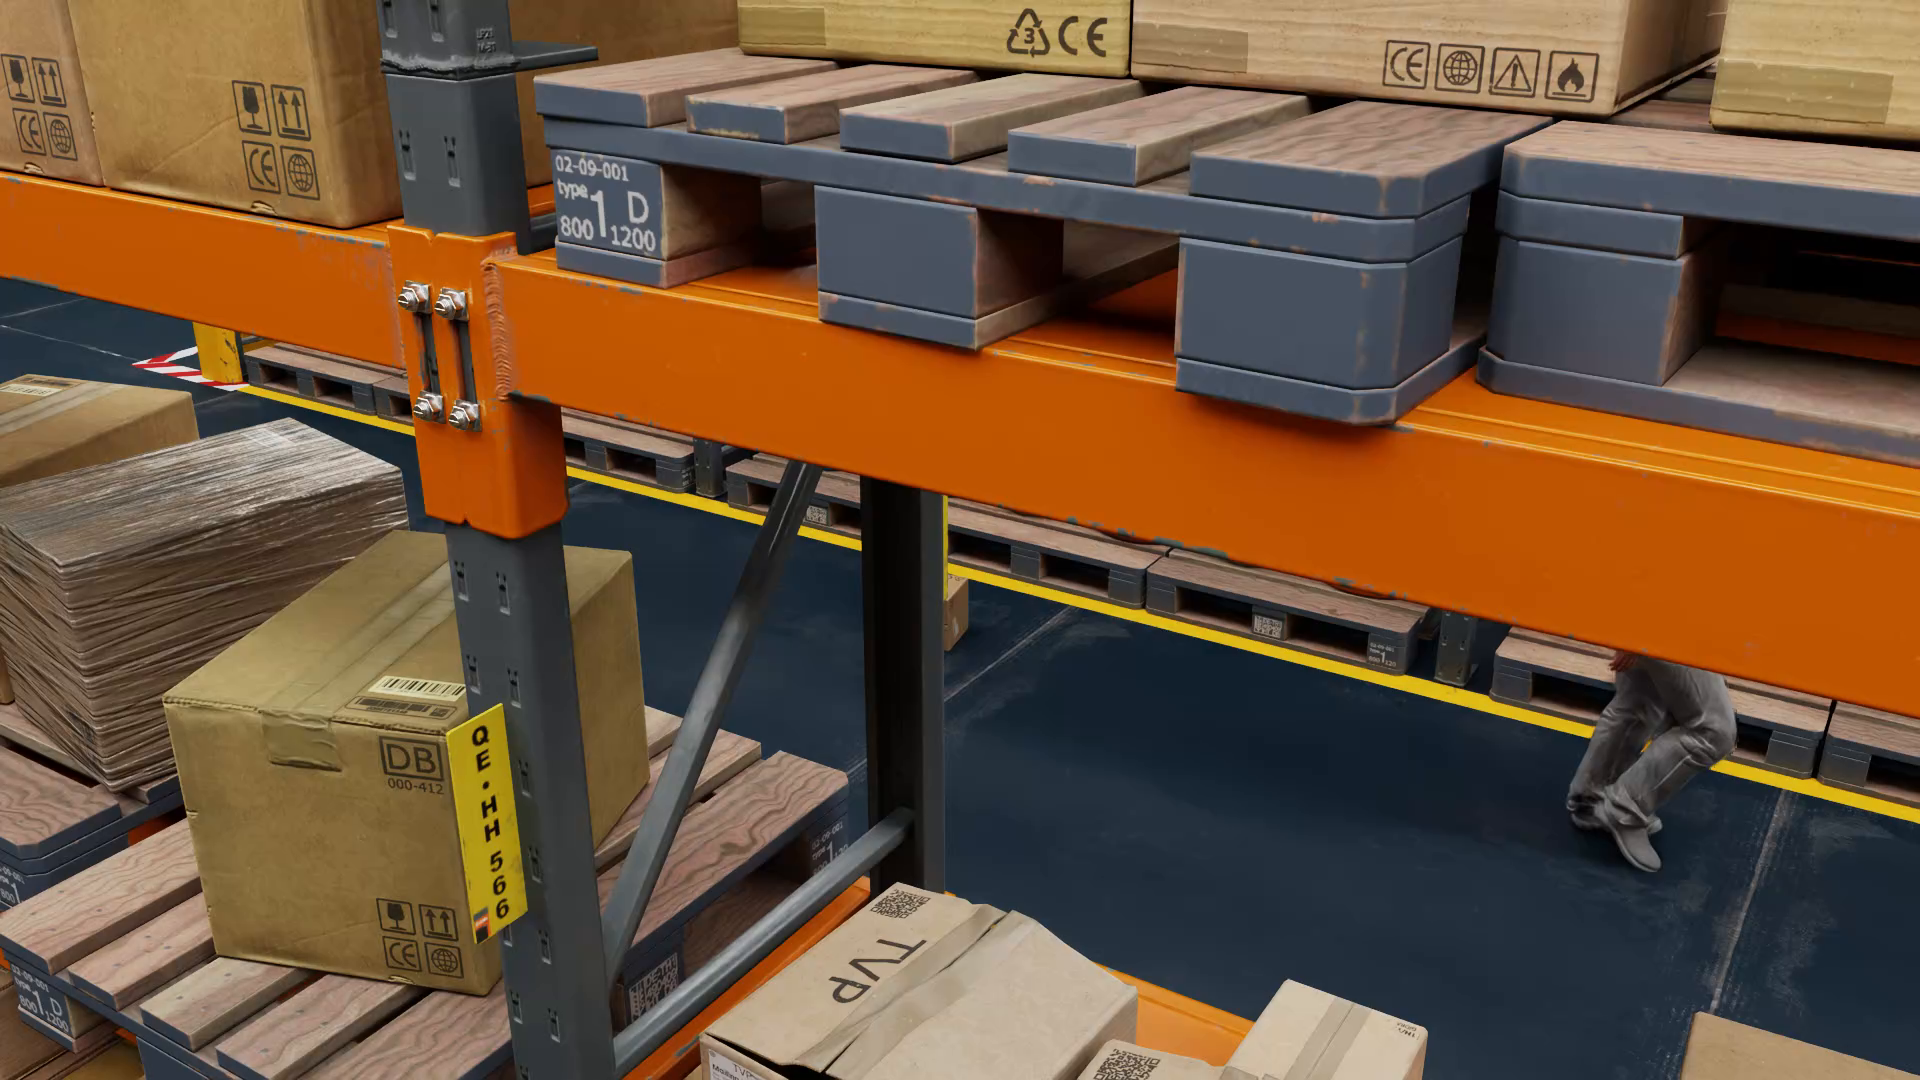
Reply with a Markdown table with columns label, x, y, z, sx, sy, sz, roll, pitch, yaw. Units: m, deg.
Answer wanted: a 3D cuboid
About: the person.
| label | x | y | z | sx | sy | sz | roll | pitch | yaw |
| --- | --- | --- | --- | --- | --- | --- | --- | --- | --- |
| person | 2.356 | 0.242 | 5.481 | 0.472 | 1.805 | 0.535 | 8 | 24 | 19 |
